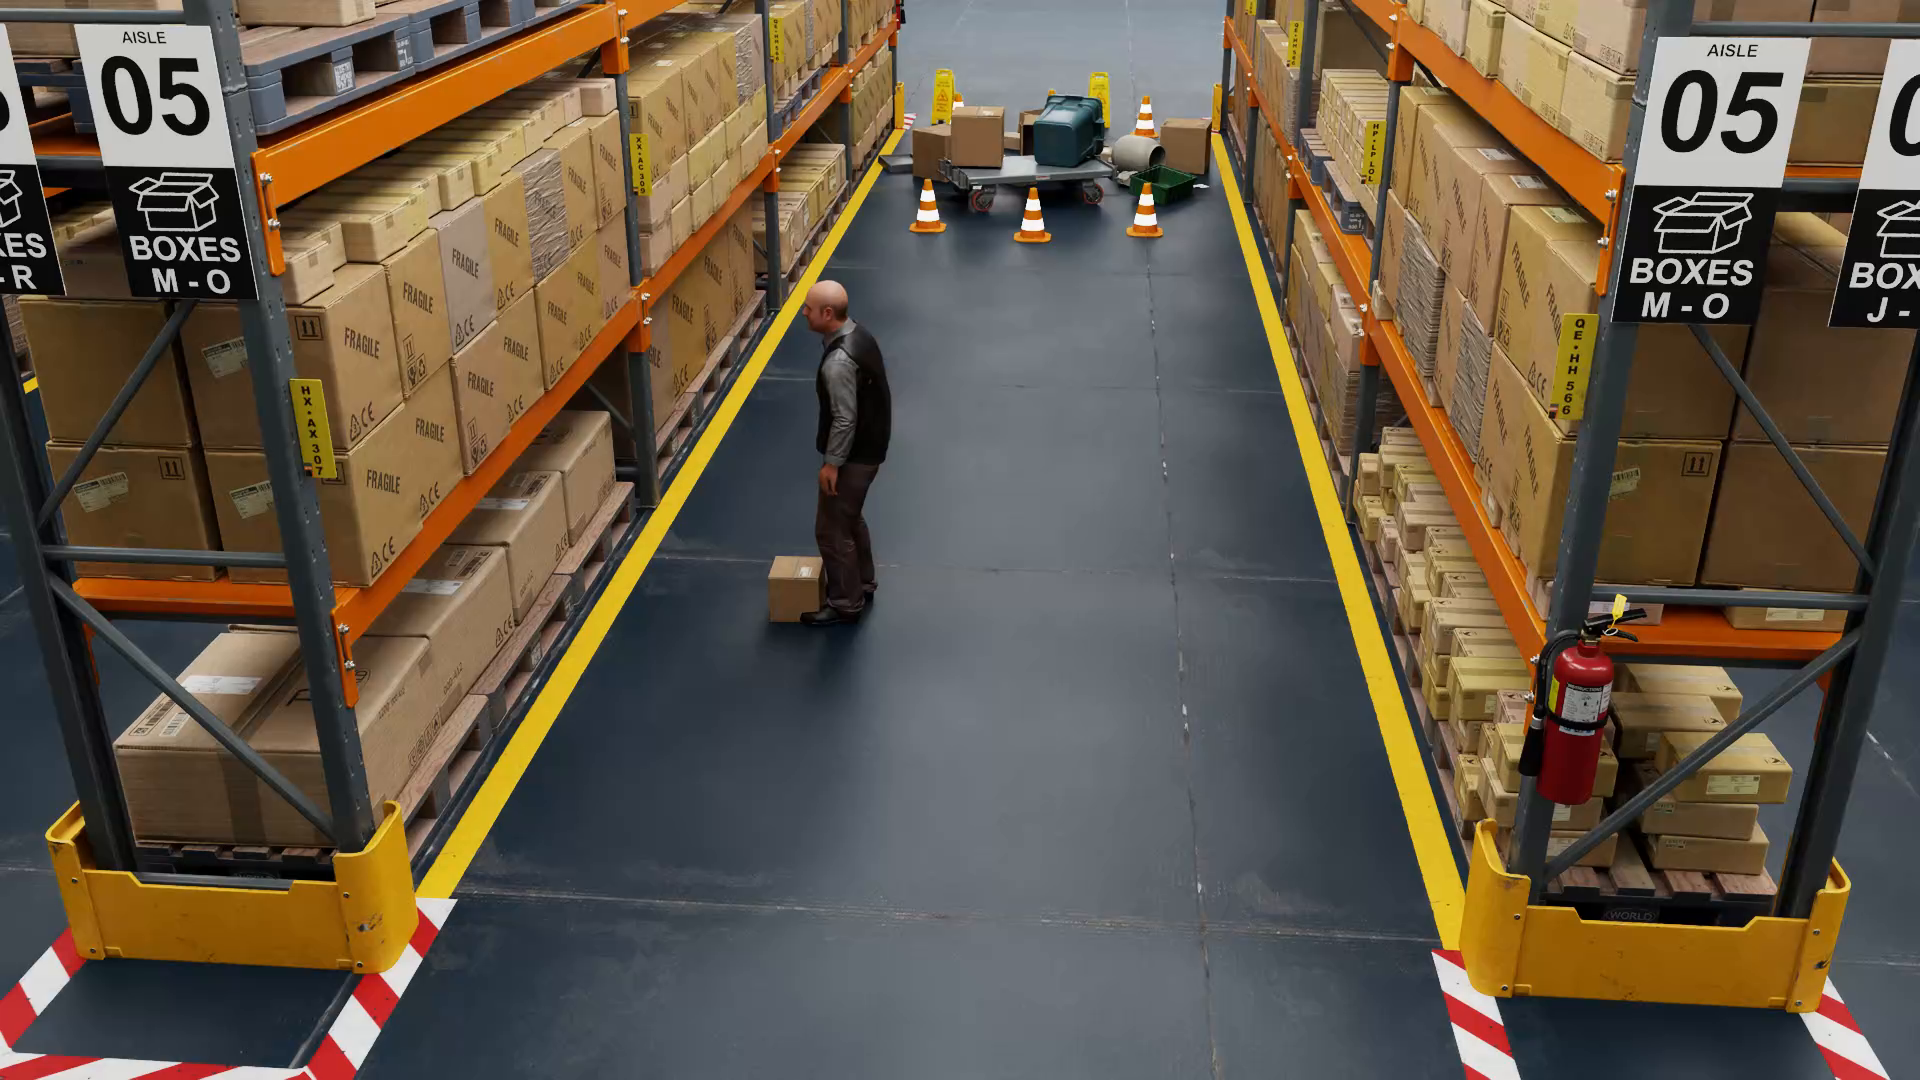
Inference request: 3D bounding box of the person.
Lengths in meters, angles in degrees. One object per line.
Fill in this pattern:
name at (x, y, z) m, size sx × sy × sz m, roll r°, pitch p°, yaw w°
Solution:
person at (-0.559, -0.419, 8.058) m, size 0.463 × 1.721 × 0.581 m, roll 2°, pitch 24°, yaw 4°
